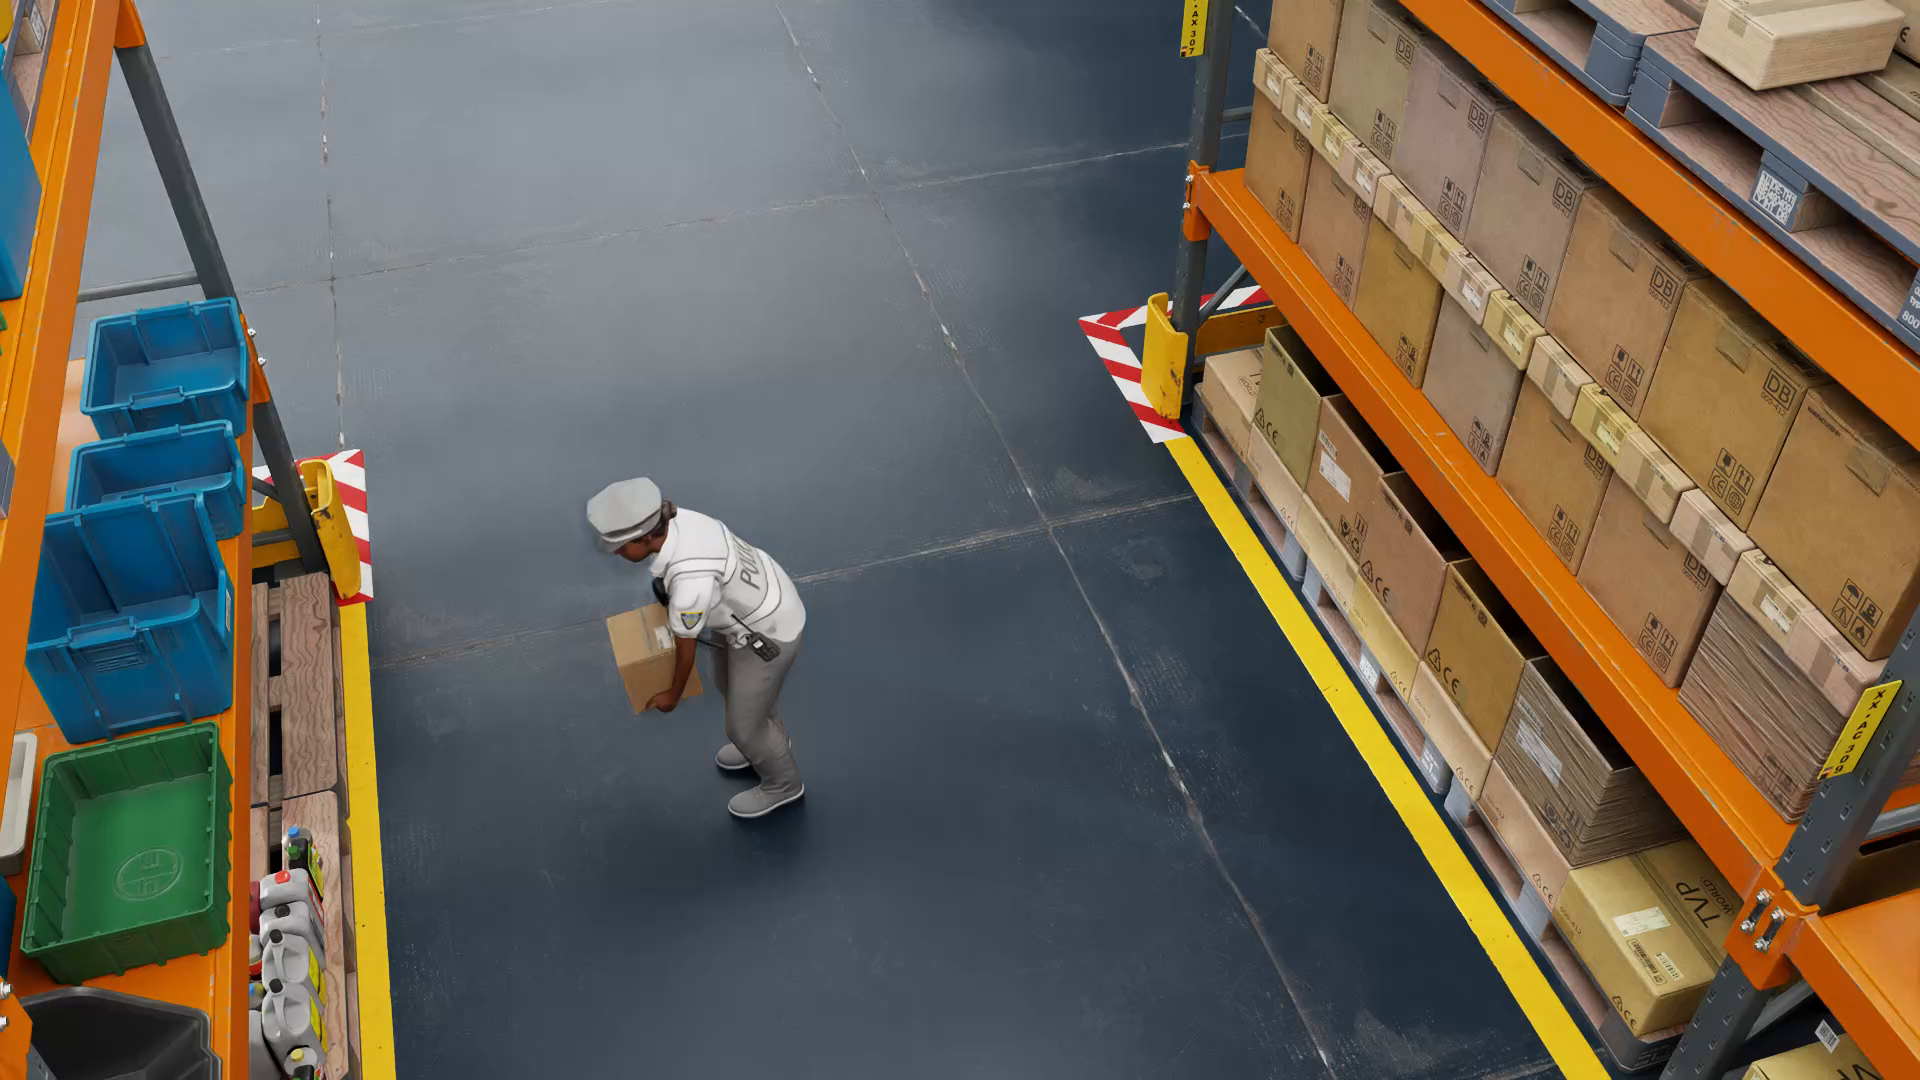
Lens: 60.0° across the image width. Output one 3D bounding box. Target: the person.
[{"bbox_3d":[-0.871,0.379,5.845,0.668,1.540,0.414,-13,44,-14],"label":"person"}]
